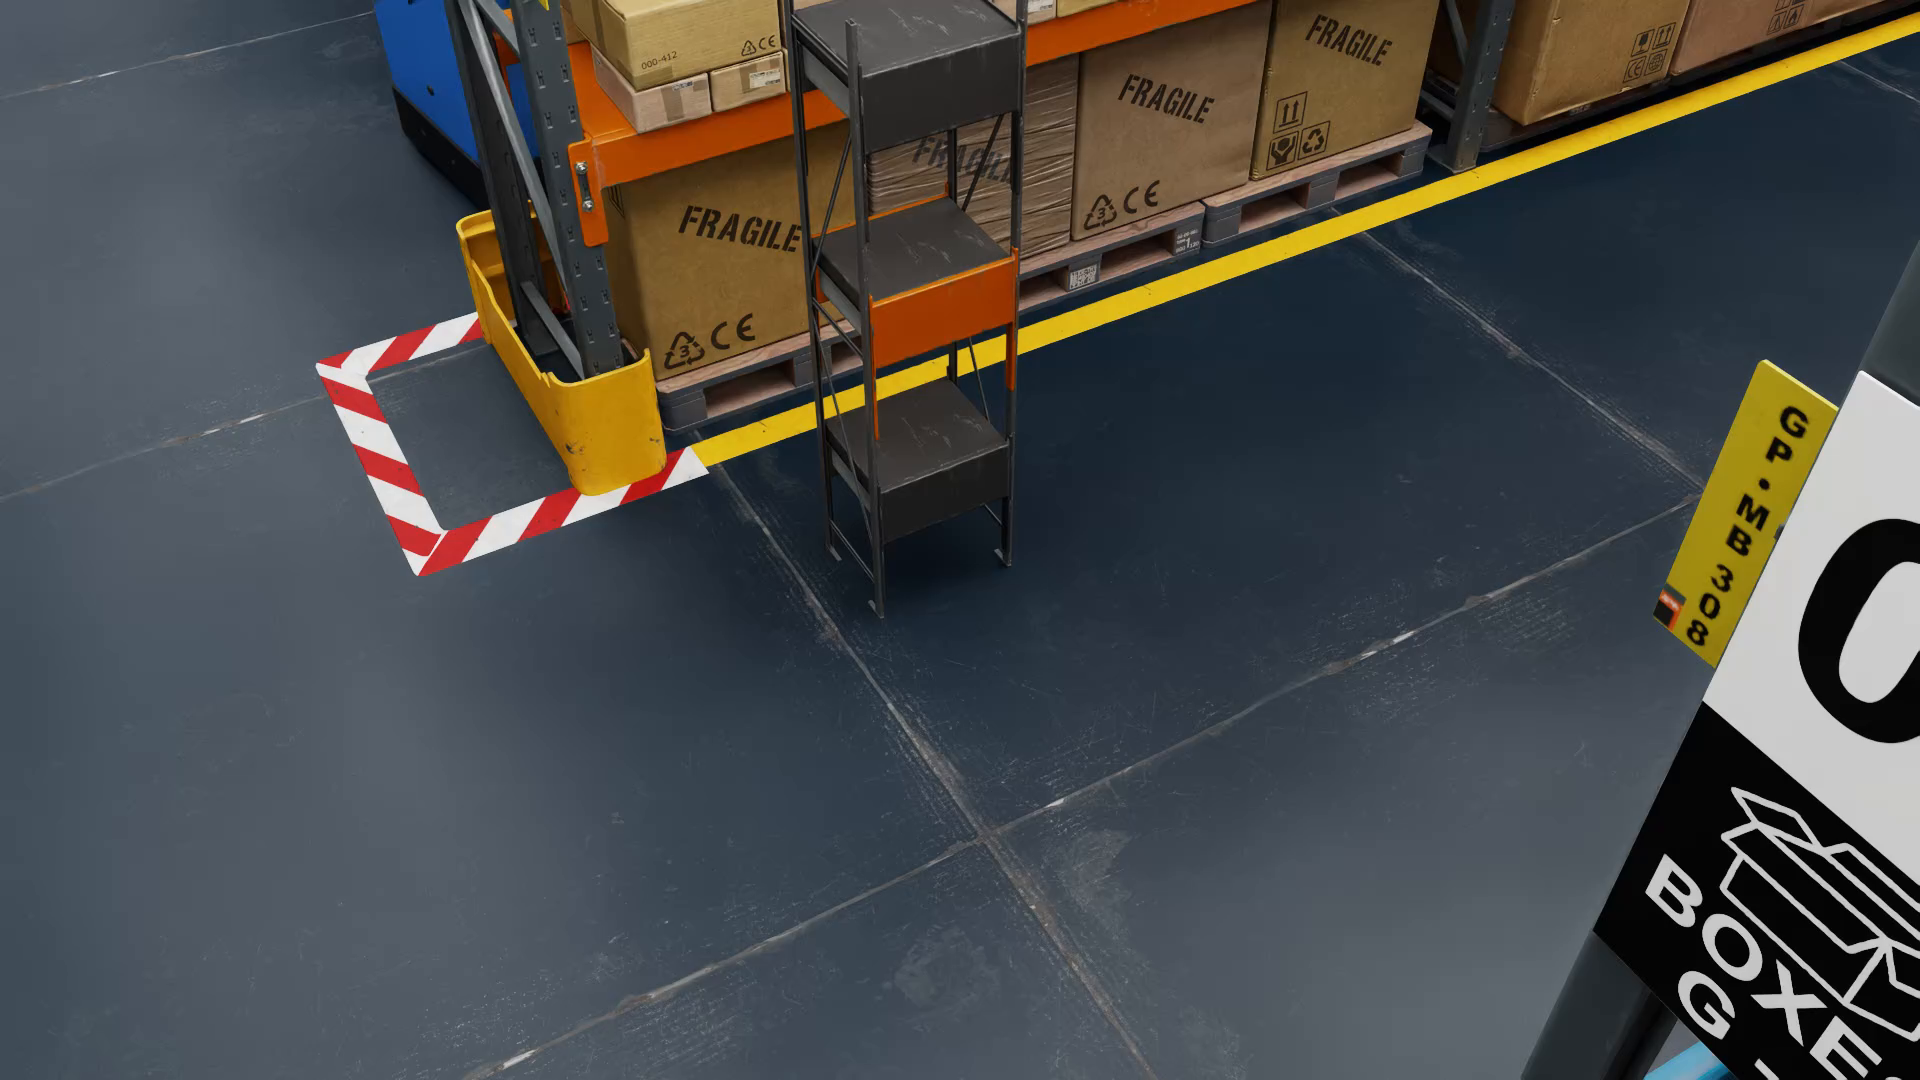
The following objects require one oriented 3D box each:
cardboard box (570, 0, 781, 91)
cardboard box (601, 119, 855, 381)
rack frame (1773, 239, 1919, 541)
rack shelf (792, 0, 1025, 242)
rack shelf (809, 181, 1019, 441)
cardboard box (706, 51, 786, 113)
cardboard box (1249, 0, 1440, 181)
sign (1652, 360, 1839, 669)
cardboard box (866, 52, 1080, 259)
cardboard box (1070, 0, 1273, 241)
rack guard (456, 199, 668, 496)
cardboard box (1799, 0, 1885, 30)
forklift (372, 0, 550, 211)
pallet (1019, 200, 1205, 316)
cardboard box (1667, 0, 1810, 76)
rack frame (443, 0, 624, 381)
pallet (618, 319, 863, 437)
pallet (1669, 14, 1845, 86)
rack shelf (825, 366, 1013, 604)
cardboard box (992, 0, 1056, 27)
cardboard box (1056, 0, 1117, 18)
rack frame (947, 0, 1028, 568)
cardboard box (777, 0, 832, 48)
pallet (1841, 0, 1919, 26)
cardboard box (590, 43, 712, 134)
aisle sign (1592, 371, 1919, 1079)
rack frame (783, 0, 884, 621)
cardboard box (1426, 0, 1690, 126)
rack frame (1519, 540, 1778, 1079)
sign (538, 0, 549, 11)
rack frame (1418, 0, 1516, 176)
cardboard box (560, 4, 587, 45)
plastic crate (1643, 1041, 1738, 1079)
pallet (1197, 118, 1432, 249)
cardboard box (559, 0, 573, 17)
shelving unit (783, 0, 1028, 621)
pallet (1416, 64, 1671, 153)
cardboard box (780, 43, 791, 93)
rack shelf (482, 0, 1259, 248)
[{"bbox_3d":[-0.906,-1.693,5.235,0.500,0.250,0.500,-23,49,-22],"label":"cardboard box"},{"bbox_3d":[-0.942,-1.295,6.155,0.875,0.875,0.875,-22,48,-21],"label":"cardboard box"},{"bbox_3d":[1.011,-0.799,0.111,0.127,3.000,1.000,-22,48,-21],"label":"rack frame"},{"bbox_3d":[-0.144,-1.189,4.482,0.480,0.518,0.431,-22,48,-21],"label":"rack shelf"},{"bbox_3d":[-0.144,-0.686,4.969,0.480,0.518,0.431,-22,48,-21],"label":"rack shelf"},{"bbox_3d":[-0.763,-1.560,5.384,0.250,0.149,0.380,-22,48,-22],"label":"cardboard box"},{"bbox_3d":[1.399,-2.232,7.120,0.875,0.875,0.875,-22,48,-21],"label":"cardboard box"},{"bbox_3d":[0.722,-0.011,1.529,0.005,0.325,0.100,-22,48,-21],"label":"sign"},{"bbox_3d":[-0.153,-1.611,6.480,0.875,0.875,0.875,-22,48,-21],"label":"cardboard box"},{"bbox_3d":[0.619,-1.920,6.798,0.875,0.875,0.875,-22,48,-21],"label":"cardboard box"},{"bbox_3d":[-1.478,-0.731,6.144,0.348,0.500,1.175,-22,48,-21],"label":"rack guard"},{"bbox_3d":[4.094,-3.269,8.189,0.875,0.875,1.225,-22,48,-21],"label":"cardboard box"},{"bbox_3d":[-1.061,-3.253,6.997,3.031,2.935,1.130,-28,51,-26],"label":"forklift"},{"bbox_3d":[0.254,-1.381,7.021,1.213,0.211,1.003,-22,48,-21],"label":"pallet"},{"bbox_3d":[3.331,-2.957,7.867,0.875,0.875,1.225,-23,49,-22],"label":"cardboard box"},{"bbox_3d":[-1.457,-1.637,5.283,0.127,3.000,1.000,-22,48,-21],"label":"rack frame"},{"bbox_3d":[-0.803,-0.961,6.588,1.213,0.211,1.003,-22,48,-21],"label":"pallet"},{"bbox_3d":[3.702,-2.763,8.445,1.213,0.211,1.003,-22,48,-21],"label":"pallet"},{"bbox_3d":[-0.144,-0.184,5.457,0.480,0.518,0.431,-22,48,-21],"label":"rack shelf"},{"bbox_3d":[0.129,-1.918,5.753,0.250,0.149,0.380,-22,48,-21],"label":"cardboard box"},{"bbox_3d":[0.348,-2.005,5.842,0.250,0.149,0.380,-23,49,-22],"label":"cardboard box"},{"bbox_3d":[0.068,-0.781,5.047,0.015,2.100,0.400,-22,48,-21],"label":"rack frame"},{"bbox_3d":[-0.459,-1.877,5.425,0.500,0.250,0.500,-22,48,-21],"label":"cardboard box"},{"bbox_3d":[4.759,-3.183,8.879,1.213,0.211,1.003,-22,48,-21],"label":"pallet"},{"bbox_3d":[-0.985,-1.470,5.292,0.250,0.149,0.380,-21,48,-21],"label":"cardboard box"},{"bbox_3d":[0.802,0.269,1.452,0.004,0.787,0.394,-22,48,-21],"label":"aisle sign"},{"bbox_3d":[-0.355,-0.611,4.872,0.015,2.100,0.400,-22,48,-21],"label":"rack frame"},{"bbox_3d":[2.556,-2.647,7.548,0.875,0.875,1.225,-22,48,-21],"label":"cardboard box"},{"bbox_3d":[1.011,1.354,2.201,0.127,3.000,1.000,-22,48,-21],"label":"rack frame"},{"bbox_3d":[-1.186,-1.638,4.606,0.005,0.325,0.100,-22,48,-21],"label":"sign"},{"bbox_3d":[2.011,-3.024,6.713,0.127,3.000,1.000,-22,48,-21],"label":"rack frame"},{"bbox_3d":[-1.312,-1.869,5.702,0.250,0.149,0.380,-21,48,-20],"label":"cardboard box"},{"bbox_3d":[1.208,1.091,2.403,0.499,0.435,0.616,-22,48,-21],"label":"plastic crate"},{"bbox_3d":[1.313,-1.807,7.461,1.213,0.211,1.003,-22,48,-21],"label":"pallet"},{"bbox_3d":[-1.169,-2.018,5.570,0.500,0.250,0.500,-23,48,-22],"label":"cardboard box"},{"bbox_3d":[-0.144,-0.696,4.960,0.503,2.100,0.431,-22,48,-21],"label":"shelving unit"},{"bbox_3d":[2.643,-2.337,8.006,1.213,0.211,1.003,-22,48,-21],"label":"pallet"},{"bbox_3d":[-0.541,-1.649,5.476,0.250,0.149,0.380,-23,49,-22],"label":"cardboard box"},{"bbox_3d":[0.277,-2.072,6.248,4.000,0.370,1.077,-22,48,-21],"label":"rack shelf"}]
